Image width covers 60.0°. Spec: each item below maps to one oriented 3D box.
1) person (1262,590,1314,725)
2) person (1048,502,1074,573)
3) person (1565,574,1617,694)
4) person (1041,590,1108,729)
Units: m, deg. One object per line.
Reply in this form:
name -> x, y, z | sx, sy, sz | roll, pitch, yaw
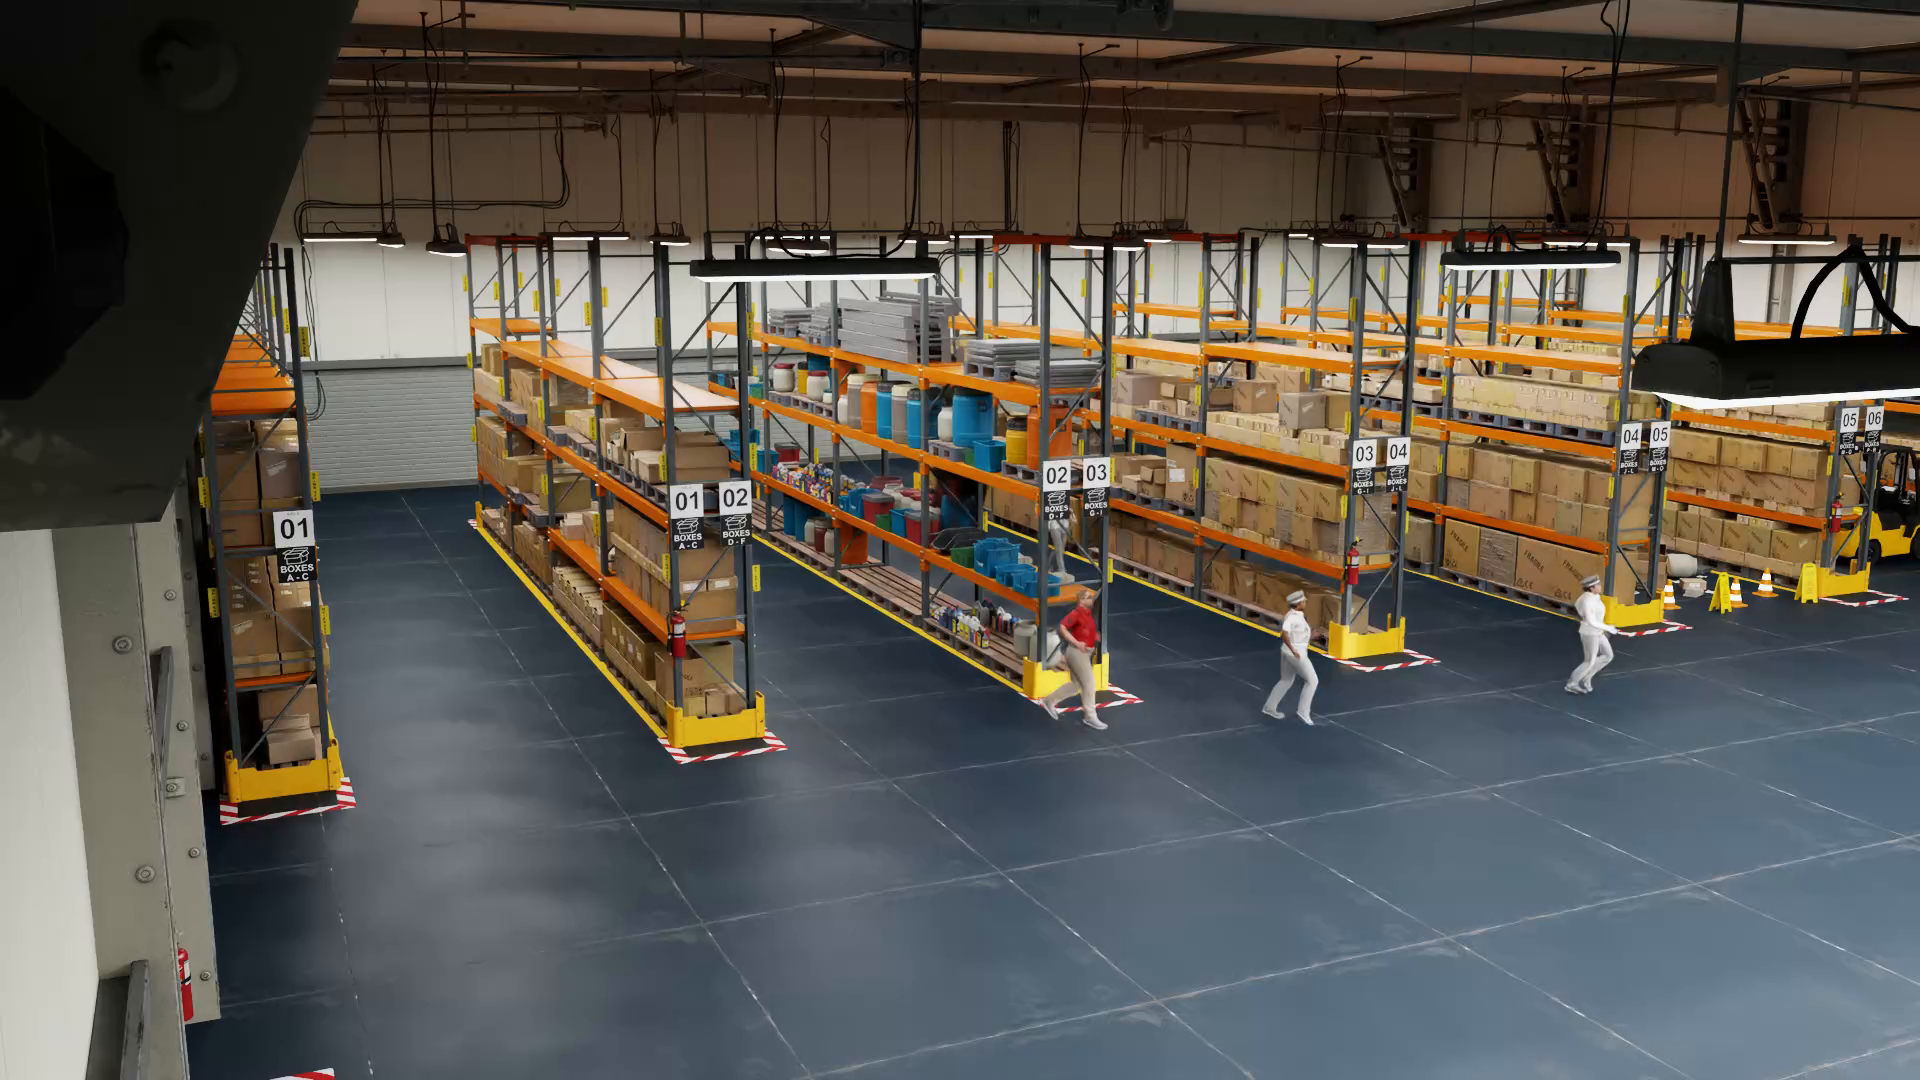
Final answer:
person -> 4.171, 1.497, 21.043 | 0.646, 1.751, 0.523 | -1, 11, -4
person -> 1.667, -0.172, 28.056 | 0.618, 1.710, 0.829 | -6, 13, -30
person -> 8.479, 1.254, 22.279 | 0.601, 1.654, 0.628 | 4, 12, 21
person -> 1.508, 1.483, 21.120 | 0.876, 1.714, 0.698 | 3, 11, 17
